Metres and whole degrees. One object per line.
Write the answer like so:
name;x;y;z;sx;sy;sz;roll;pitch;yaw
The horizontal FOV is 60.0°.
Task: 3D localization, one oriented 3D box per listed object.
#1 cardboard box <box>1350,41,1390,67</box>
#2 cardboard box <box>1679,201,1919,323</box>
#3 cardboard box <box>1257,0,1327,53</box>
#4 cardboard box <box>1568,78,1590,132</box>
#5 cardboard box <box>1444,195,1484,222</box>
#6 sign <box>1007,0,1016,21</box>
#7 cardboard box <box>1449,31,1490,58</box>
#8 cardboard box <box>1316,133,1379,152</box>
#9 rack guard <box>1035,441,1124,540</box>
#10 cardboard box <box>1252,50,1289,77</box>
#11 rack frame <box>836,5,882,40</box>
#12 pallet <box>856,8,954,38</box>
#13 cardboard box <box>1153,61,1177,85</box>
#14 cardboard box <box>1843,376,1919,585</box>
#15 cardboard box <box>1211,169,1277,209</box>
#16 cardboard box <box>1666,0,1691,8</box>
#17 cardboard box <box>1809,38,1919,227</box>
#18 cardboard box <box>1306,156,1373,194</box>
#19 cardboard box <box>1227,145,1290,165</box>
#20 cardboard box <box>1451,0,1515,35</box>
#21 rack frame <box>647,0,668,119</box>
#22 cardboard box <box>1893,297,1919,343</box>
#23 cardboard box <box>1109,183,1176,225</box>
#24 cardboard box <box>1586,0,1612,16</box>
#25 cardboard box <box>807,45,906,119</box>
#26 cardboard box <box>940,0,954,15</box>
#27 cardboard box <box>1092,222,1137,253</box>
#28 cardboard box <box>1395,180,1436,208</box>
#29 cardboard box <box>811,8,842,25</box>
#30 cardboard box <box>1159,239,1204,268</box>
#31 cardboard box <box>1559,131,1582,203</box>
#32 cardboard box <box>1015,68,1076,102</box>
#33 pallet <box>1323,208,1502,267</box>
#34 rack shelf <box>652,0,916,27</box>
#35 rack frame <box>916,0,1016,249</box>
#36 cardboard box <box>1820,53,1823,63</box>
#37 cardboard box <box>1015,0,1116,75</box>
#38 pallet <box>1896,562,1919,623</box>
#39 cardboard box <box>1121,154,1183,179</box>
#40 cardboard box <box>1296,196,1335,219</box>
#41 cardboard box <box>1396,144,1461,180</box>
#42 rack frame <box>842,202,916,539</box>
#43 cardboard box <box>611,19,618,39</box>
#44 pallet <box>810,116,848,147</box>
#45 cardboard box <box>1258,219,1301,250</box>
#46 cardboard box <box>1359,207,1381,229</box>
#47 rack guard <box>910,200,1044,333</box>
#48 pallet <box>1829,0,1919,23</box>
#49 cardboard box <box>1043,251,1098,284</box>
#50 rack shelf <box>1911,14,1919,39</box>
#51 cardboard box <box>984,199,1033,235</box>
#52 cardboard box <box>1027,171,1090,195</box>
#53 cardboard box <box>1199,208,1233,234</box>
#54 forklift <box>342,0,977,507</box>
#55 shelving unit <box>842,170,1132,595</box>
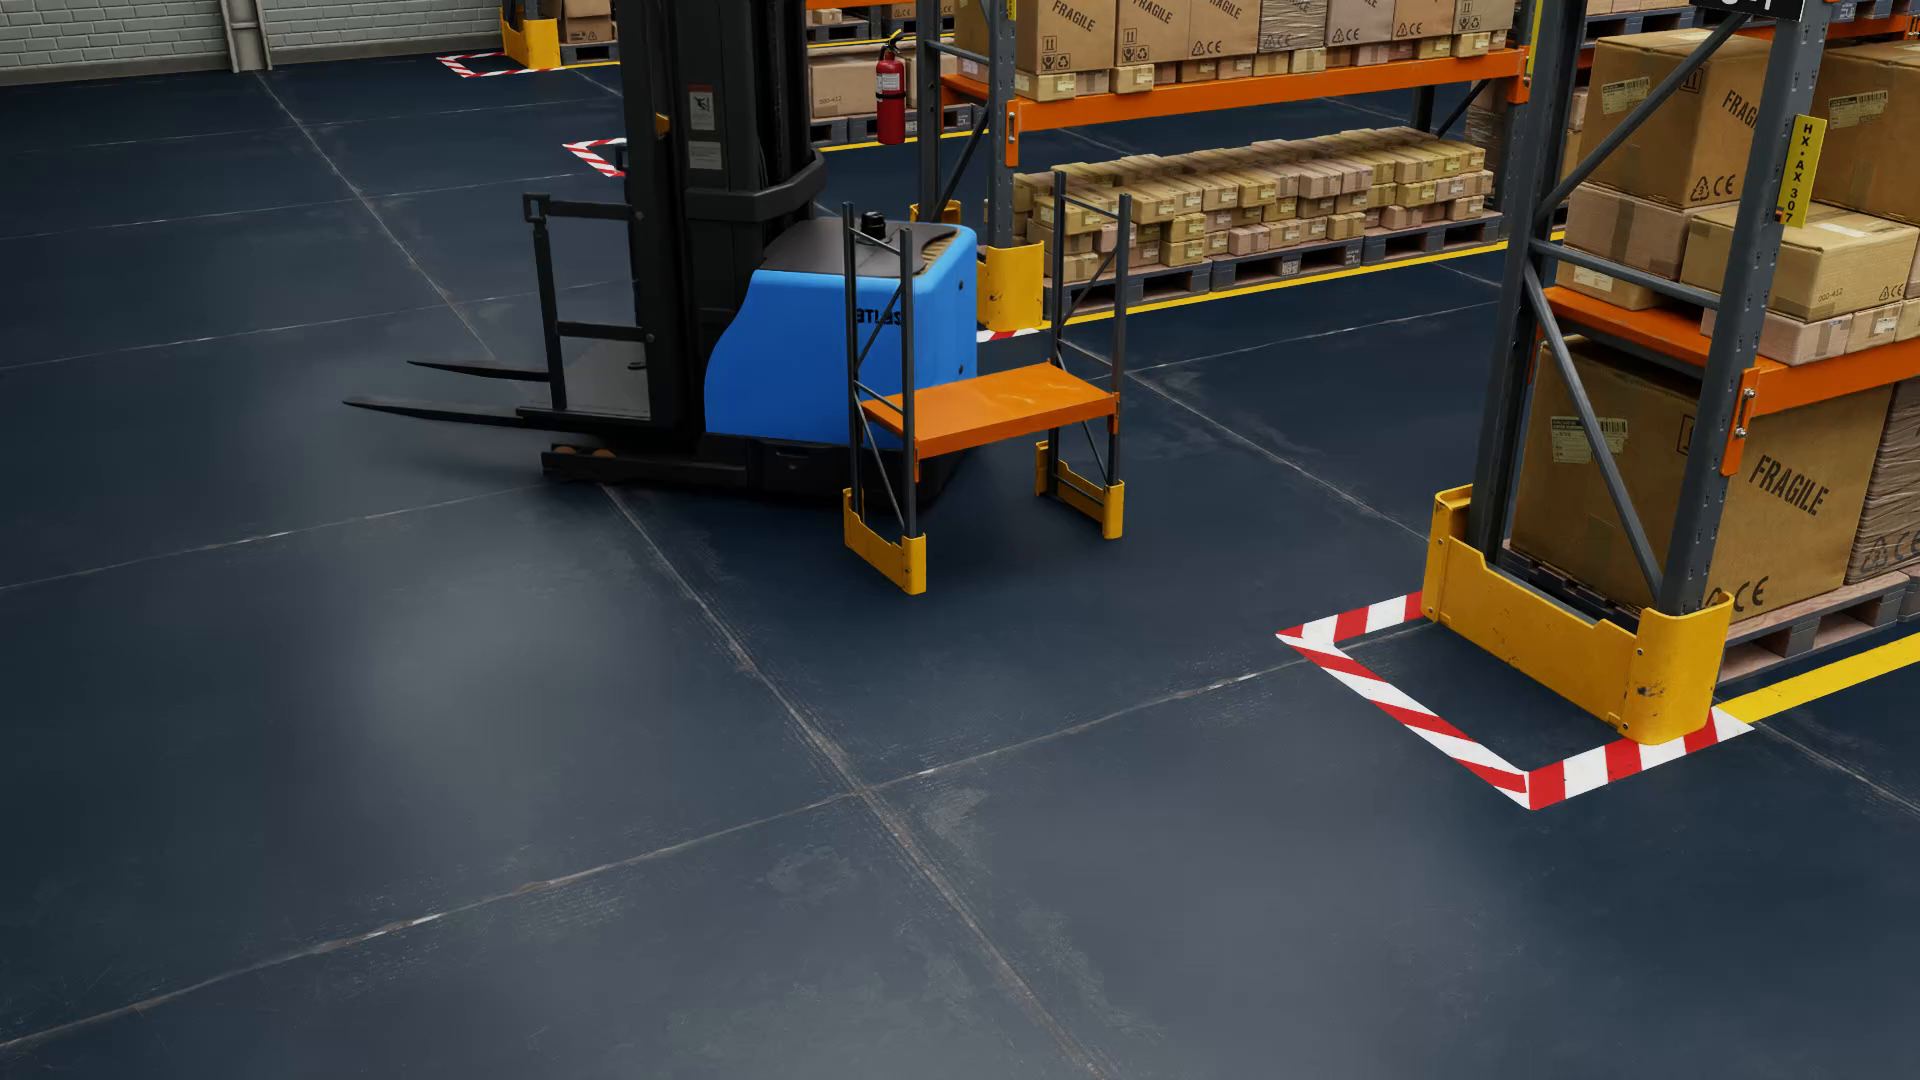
cardboard box;2.505;-3.125;10.584;0.250;0.149;0.380;-14;29;-27
cardboard box;2.817;-0.953;5.600;0.500;0.250;0.500;-14;29;-26
cardboard box;1.893;-3.292;10.182;0.500;0.500;0.500;-14;29;-26
cardboard box;4.328;-3.072;11.719;0.500;0.250;0.500;-14;29;-27
cardboard box;3.366;-2.316;11.417;0.250;0.149;0.380;-13;28;-24
sign;0.277;-2.990;9.012;0.005;0.325;0.100;-13;29;-25
cardboard box;3.233;-3.267;10.879;0.250;0.149;0.380;-14;29;-26
cardboard box;2.679;-2.699;11.528;0.250;0.149;0.380;-13;29;-26
rack guard;0.528;-0.229;7.437;0.087;0.250;0.587;-15;29;-28
cardboard box;1.814;-2.972;10.264;0.250;0.149;0.380;-12;28;-23
rack frame;-1.206;-7.387;19.169;0.127;3.000;1.000;-13;29;-25
pallet;-0.506;-6.309;20.148;1.213;0.211;1.003;-13;29;-25
cardboard box;1.094;-2.842;9.993;0.250;0.149;0.380;-12;28;-23
cardboard box;3.597;-0.470;6.733;0.875;0.875;0.875;-13;29;-25
cardboard box;1.796;-2.232;10.554;0.250;0.149;0.380;-13;28;-24
cardboard box;4.802;-3.761;11.423;0.250;0.149;0.380;-13;28;-25
cardboard box;3.258;-1.393;5.649;0.500;0.500;0.500;-14;29;-26
cardboard box;2.476;-2.388;10.880;0.250;0.149;0.380;-15;29;-28
cardboard box;1.995;-2.530;11.175;0.250;0.149;0.380;-14;29;-27
cardboard box;3.257;-3.595;10.812;0.500;0.500;0.500;-13;29;-25
rack frame;-2.397;-4.677;13.525;0.127;3.000;1.000;-13;29;-25
cardboard box;3.187;-0.830;5.804;0.250;0.149;0.380;-14;29;-26
cardboard box;1.113;-2.061;10.198;0.250;0.149;0.380;-13;29;-25
cardboard box;4.115;-3.602;11.092;0.250;0.149;0.380;-14;29;-28
cardboard box;-1.058;-4.073;14.744;0.875;0.438;0.875;-12;28;-24
cardboard box;-0.208;-6.574;19.879;0.500;0.500;0.500;-13;29;-26
cardboard box;0.873;-1.888;10.182;0.250;0.149;0.380;-13;29;-25
cardboard box;2.962;-2.353;11.151;0.250;0.149;0.380;-14;29;-27
cardboard box;-1.560;-6.065;19.225;0.250;0.149;0.380;-14;29;-27
cardboard box;1.320;-1.844;10.433;0.250;0.149;0.380;-13;28;-24
cardboard box;4.328;-2.733;11.880;0.500;0.500;0.500;-12;28;-23
cardboard box;0.462;-2.635;9.562;0.250;0.149;0.380;-13;29;-26
pallet;2.975;-2.214;11.618;1.213;0.211;1.003;-13;29;-25
rack shelf;-0.632;-4.760;14.530;4.000;0.370;1.077;-13;29;-25
rack frame;0.022;-2.807;9.631;0.127;3.000;1.000;-13;29;-25
cardboard box;6.601;-3.598;12.814;0.500;0.250;0.500;-14;29;-26
cardboard box;0.548;-2.972;9.516;0.500;0.500;0.500;-12;28;-23
pallet;4.010;-0.075;7.162;1.213;0.211;1.003;-13;29;-25
cardboard box;1.256;-2.419;10.944;0.250;0.149;0.380;-12;28;-23
cardboard box;2.233;-2.233;10.901;0.250;0.149;0.380;-14;29;-28
cardboard box;3.153;-2.555;11.227;0.250;0.149;0.380;-13;28;-24
rack frame;-0.321;-0.566;6.695;0.032;1.500;0.500;-15;29;-28
cardboard box;-3.758;-5.636;18.332;0.250;0.149;0.380;-14;29;-27
pallet;-1.728;-3.613;14.530;1.213;0.211;1.003;-13;29;-25
cardboard box;1.993;-2.016;10.792;0.250;0.149;0.380;-13;29;-25
cardboard box;2.605;-2.209;11.194;0.250;0.149;0.380;-14;29;-26
rack guard;0.089;-1.696;10.204;0.348;0.500;1.175;-13;29;-25
pallet;6.502;-4.164;12.679;1.003;0.211;1.213;-13;29;-25
cardboard box;0.635;-1.696;10.125;0.250;0.149;0.380;-12;28;-24
rack shelf;8.845;-4.519;14.029;4.000;0.370;1.077;-13;29;-25
cardboard box;0.353;-2.062;10.544;0.250;0.149;0.380;-14;29;-26
cardboard box;0.618;-2.213;10.515;0.250;0.149;0.380;-12;28;-24
cardboard box;1.514;-2.073;10.567;0.250;0.149;0.380;-14;29;-28
forklift;-1.479;-1.790;7.591;3.031;2.935;1.130;6;26;12
shelving unit;0.104;-0.679;6.931;1.083;1.500;0.587;-15;29;-28
